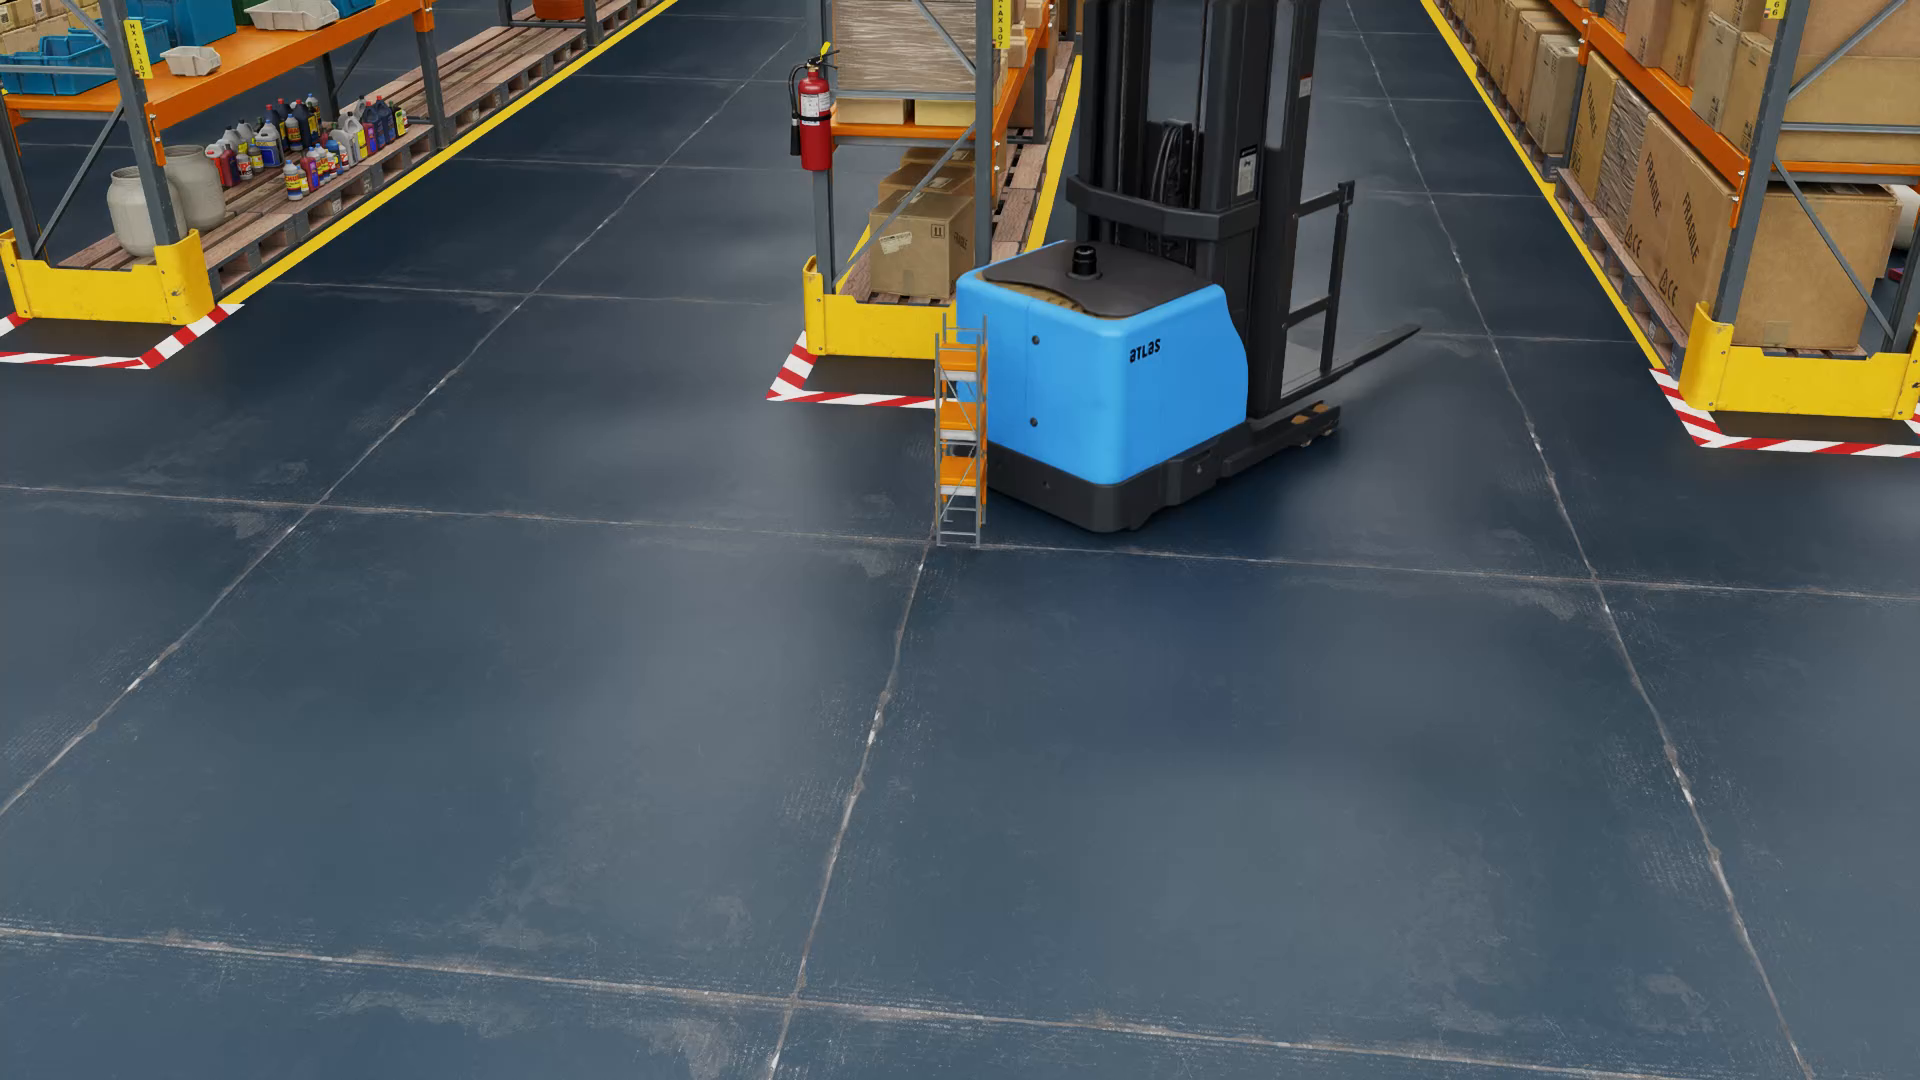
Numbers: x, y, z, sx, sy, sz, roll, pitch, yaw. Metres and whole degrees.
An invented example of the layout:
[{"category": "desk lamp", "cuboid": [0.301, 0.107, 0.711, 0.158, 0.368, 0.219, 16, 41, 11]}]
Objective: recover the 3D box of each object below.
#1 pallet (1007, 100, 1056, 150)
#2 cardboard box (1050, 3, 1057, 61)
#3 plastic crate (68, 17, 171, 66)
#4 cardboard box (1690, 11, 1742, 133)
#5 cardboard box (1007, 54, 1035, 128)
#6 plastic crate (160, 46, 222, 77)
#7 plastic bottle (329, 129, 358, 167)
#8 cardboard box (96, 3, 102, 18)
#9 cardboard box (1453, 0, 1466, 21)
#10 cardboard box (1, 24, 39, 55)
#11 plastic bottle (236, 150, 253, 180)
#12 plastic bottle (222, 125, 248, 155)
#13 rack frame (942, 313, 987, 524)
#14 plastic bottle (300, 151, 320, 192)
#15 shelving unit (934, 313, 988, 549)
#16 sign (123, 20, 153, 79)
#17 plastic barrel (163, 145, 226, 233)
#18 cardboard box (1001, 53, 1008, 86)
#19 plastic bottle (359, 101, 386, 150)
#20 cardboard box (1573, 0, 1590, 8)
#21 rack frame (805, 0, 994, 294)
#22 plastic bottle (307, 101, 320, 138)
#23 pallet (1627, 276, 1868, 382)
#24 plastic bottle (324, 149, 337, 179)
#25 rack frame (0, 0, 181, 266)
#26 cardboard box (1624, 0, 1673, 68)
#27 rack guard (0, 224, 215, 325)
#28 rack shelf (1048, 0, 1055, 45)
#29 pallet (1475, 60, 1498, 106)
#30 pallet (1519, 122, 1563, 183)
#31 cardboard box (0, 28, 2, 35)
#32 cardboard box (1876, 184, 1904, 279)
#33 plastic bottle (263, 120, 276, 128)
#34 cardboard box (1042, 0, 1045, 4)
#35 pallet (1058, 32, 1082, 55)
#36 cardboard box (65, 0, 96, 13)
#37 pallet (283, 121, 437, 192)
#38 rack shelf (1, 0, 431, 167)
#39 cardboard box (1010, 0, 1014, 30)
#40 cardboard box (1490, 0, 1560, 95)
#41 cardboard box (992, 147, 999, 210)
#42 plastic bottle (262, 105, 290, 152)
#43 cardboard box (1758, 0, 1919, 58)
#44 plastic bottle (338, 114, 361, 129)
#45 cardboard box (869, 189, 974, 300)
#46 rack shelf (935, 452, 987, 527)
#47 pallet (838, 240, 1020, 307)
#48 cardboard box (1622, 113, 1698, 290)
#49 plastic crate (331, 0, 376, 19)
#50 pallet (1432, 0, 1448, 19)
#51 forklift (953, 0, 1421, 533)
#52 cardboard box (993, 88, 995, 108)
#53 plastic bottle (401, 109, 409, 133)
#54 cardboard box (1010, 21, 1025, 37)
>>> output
[{"category": "pallet", "cuboid": [0.263, -3.446, 13.924, 1.003, 0.211, 1.213, 3, 28, 6]}, {"category": "cardboard box", "cuboid": [0.542, -4.705, 15.492, 0.700, 0.500, 0.500, 1, 28, 2]}, {"category": "plastic crate", "cuboid": [-5.387, -3.205, 10.693, 0.499, 0.251, 0.408, 3, 28, 6]}, {"category": "cardboard box", "cuboid": [4.635, -2.592, 9.240, 0.875, 0.550, 0.550, 3, 28, 6]}, {"category": "cardboard box", "cuboid": [0.266, -3.688, 13.605, 0.700, 0.500, 0.500, 1, 28, 2]}, {"category": "plastic crate", "cuboid": [-4.808, -2.999, 10.431, 0.298, 0.136, 0.250, 3, 28, 6]}, {"category": "plastic bottle", "cuboid": [-4.626, -2.951, 12.473, 0.152, 0.276, 0.135, 4, 29, 7]}, {"category": "cardboard box", "cuboid": [-8.994, -5.480, 17.216, 0.500, 0.250, 0.500, 4, 29, 7]}, {"category": "cardboard box", "cuboid": [5.507, -5.758, 17.467, 0.500, 0.500, 0.500, 2, 28, 4]}, {"category": "cardboard box", "cuboid": [-9.179, -4.758, 15.876, 0.500, 0.250, 0.500, 4, 29, 7]}, {"category": "plastic bottle", "cuboid": [-5.246, -2.748, 12.174, 0.097, 0.201, 0.097, 0, 28, 0]}, {"category": "plastic bottle", "cuboid": [-5.355, -2.890, 12.281, 0.144, 0.351, 0.185, 5, 29, 8]}, {"category": "rack frame", "cuboid": [0.022, -0.545, 7.654, 0.200, 1.050, 0.008, 3, 28, 6]}, {"category": "plastic bottle", "cuboid": [-4.659, -2.651, 11.908, 0.061, 0.283, 0.133, 4, 29, 7]}, {"category": "shelving unit", "cuboid": [0.007, -0.487, 7.548, 0.215, 1.050, 0.252, 3, 28, 6]}, {"category": "sign", "cuboid": [-4.691, -2.800, 9.493, 0.100, 0.325, 0.005, 3, 28, 6]}, {"category": "plastic barrel", "cuboid": [-5.171, -2.352, 11.133, 0.421, 0.512, 0.421, 0, 28, 0]}, {"category": "cardboard box", "cuboid": [0.093, -2.904, 10.242, 0.380, 0.149, 0.250, 3, 28, 6]}, {"category": "plastic bottle", "cuboid": [-4.563, -3.212, 12.879, 0.144, 0.351, 0.185, 2, 28, 4]}, {"category": "cardboard box", "cuboid": [4.878, -4.277, 12.420, 0.500, 0.500, 0.500, 3, 28, 6]}, {"category": "rack frame", "cuboid": [-0.321, -2.424, 9.087, 1.000, 3.000, 0.127, 3, 28, 6]}, {"category": "plastic bottle", "cuboid": [-5.127, -3.309, 13.129, 0.061, 0.283, 0.133, 3, 28, 6]}, {"category": "pallet", "cuboid": [4.609, -1.242, 9.833, 1.003, 0.211, 1.213, 3, 28, 6]}, {"category": "plastic bottle", "cuboid": [-4.639, -2.764, 12.205, 0.097, 0.201, 0.097, 0, 28, 0]}, {"category": "rack frame", "cuboid": [-5.237, -2.712, 9.622, 1.000, 3.000, 0.127, 3, 28, 6]}, {"category": "cardboard box", "cuboid": [4.818, -3.355, 10.658, 0.875, 0.550, 0.550, 3, 28, 6]}, {"category": "rack guard", "cuboid": [-5.274, -1.650, 10.286, 1.175, 0.500, 0.348, 3, 28, 6]}, {"category": "rack shelf", "cuboid": [0.414, -4.932, 14.500, 1.077, 0.370, 4.000, 3, 28, 6]}, {"category": "pallet", "cuboid": [5.398, -4.260, 15.435, 1.003, 0.211, 1.213, 3, 28, 6]}, {"category": "pallet", "cuboid": [5.099, -3.111, 13.303, 1.003, 0.211, 1.213, 3, 28, 6]}, {"category": "cardboard box", "cuboid": [-9.236, -4.765, 15.297, 0.500, 0.311, 0.500, 2, 28, 5]}, {"category": "cardboard box", "cuboid": [5.908, -2.082, 11.084, 0.500, 0.500, 0.500, 8, 29, 15]}, {"category": "plastic bottle", "cuboid": [-5.261, -3.071, 12.701, 0.097, 0.271, 0.097, 0, 28, 0]}, {"category": "cardboard box", "cuboid": [0.434, -4.078, 12.422, 0.380, 0.149, 0.250, 3, 28, 6]}, {"category": "pallet", "cuboid": [0.831, -5.329, 17.419, 1.003, 0.211, 1.213, 3, 28, 6]}, {"category": "cardboard box", "cuboid": [-9.049, -5.483, 16.630, 0.500, 0.311, 0.500, 3, 28, 5]}, {"category": "pallet", "cuboid": [-4.870, -3.054, 13.196, 1.003, 0.211, 1.213, 3, 28, 6]}, {"category": "rack shelf", "cuboid": [-4.992, -3.337, 11.540, 1.077, 0.370, 4.000, 3, 28, 6]}, {"category": "cardboard box", "cuboid": [-0.107, -3.566, 10.788, 0.875, 0.500, 0.500, 3, 28, 6]}, {"category": "cardboard box", "cuboid": [5.302, -4.356, 14.601, 1.050, 0.750, 0.750, 4, 29, 7]}, {"category": "cardboard box", "cuboid": [0.020, -2.639, 11.678, 0.500, 0.500, 0.500, 1, 28, 2]}, {"category": "plastic bottle", "cuboid": [-5.280, -3.178, 12.815, 0.144, 0.351, 0.185, 2, 28, 4]}, {"category": "cardboard box", "cuboid": [4.673, -2.802, 8.492, 0.875, 0.550, 0.550, 3, 28, 6]}, {"category": "plastic bottle", "cuboid": [-4.713, -3.176, 12.891, 0.152, 0.276, 0.135, 3, 28, 6]}, {"category": "cardboard box", "cuboid": [-0.228, -1.802, 10.124, 0.500, 0.500, 0.500, 9, 30, 16]}, {"category": "rack shelf", "cuboid": [0.007, -0.233, 7.685, 0.215, 0.259, 0.240, 3, 28, 6]}, {"category": "pallet", "cuboid": [-0.177, -1.613, 10.521, 1.003, 0.211, 1.213, 3, 28, 6]}, {"category": "cardboard box", "cuboid": [4.712, -2.075, 10.237, 0.875, 0.875, 0.875, 3, 28, 5]}, {"category": "plastic crate", "cuboid": [-4.613, -3.993, 12.156, 0.499, 0.251, 0.616, 3, 28, 6]}, {"category": "pallet", "cuboid": [5.966, -6.143, 18.930, 1.003, 0.211, 1.213, 3, 28, 6]}, {"category": "forklift", "cuboid": [1.357, -1.925, 8.233, 1.130, 2.935, 3.031, 25, 37, 38]}, {"category": "cardboard box", "cuboid": [0.000, -2.551, 9.587, 0.380, 0.149, 0.250, 3, 28, 6]}, {"category": "plastic bottle", "cuboid": [-4.482, -3.368, 13.325, 0.097, 0.201, 0.097, 0, 28, 0]}, {"category": "cardboard box", "cuboid": [0.236, -3.373, 11.113, 0.380, 0.149, 0.250, 3, 28, 6]}]
